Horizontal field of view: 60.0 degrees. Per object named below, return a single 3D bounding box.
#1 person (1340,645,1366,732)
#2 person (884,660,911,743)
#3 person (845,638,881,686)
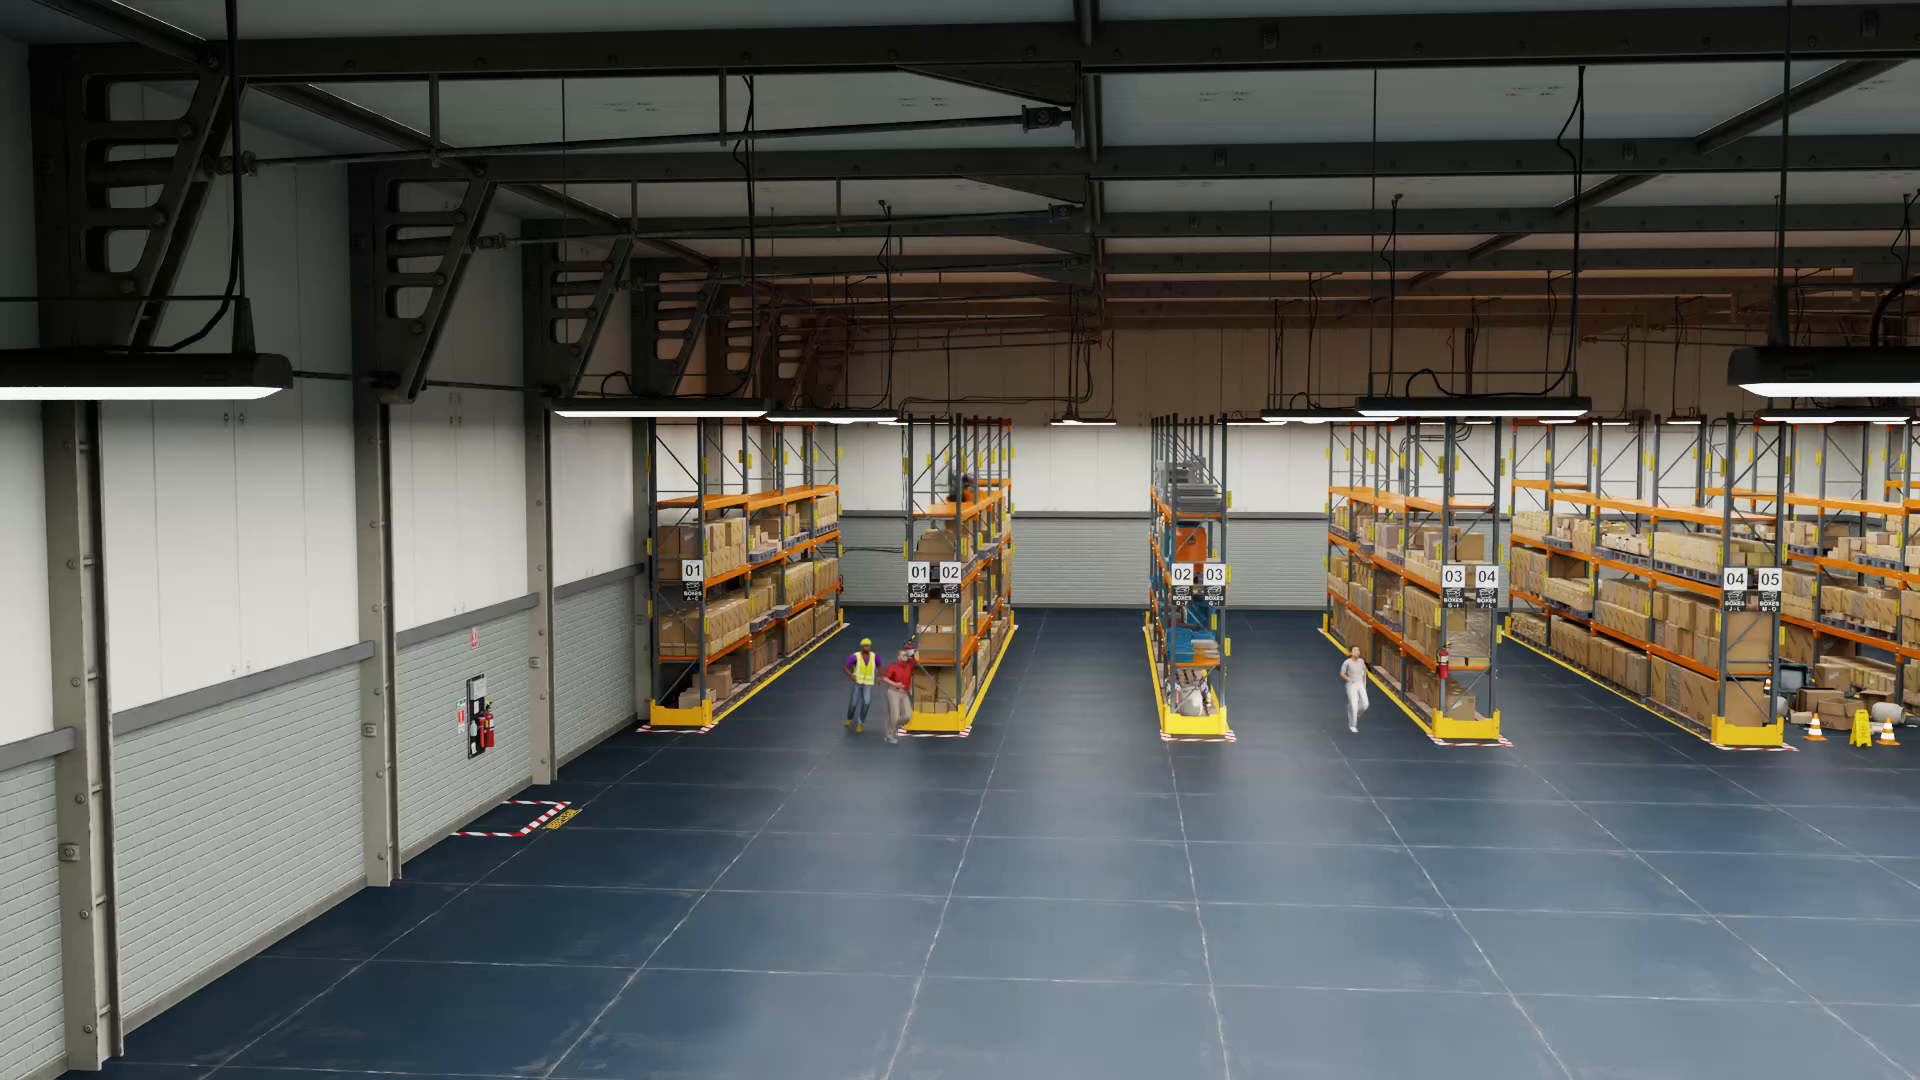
[{"bbox_3d":[7.461,2.806,31.408,0.601,1.616,0.574,-1,4,-17],"label":"person"},{"bbox_3d":[-1.129,2.963,30.430,0.645,1.425,0.455,-3,5,-38],"label":"person"},{"bbox_3d":[-1.830,2.311,31.466,0.710,0.913,0.421,-1,4,-10],"label":"person"}]
